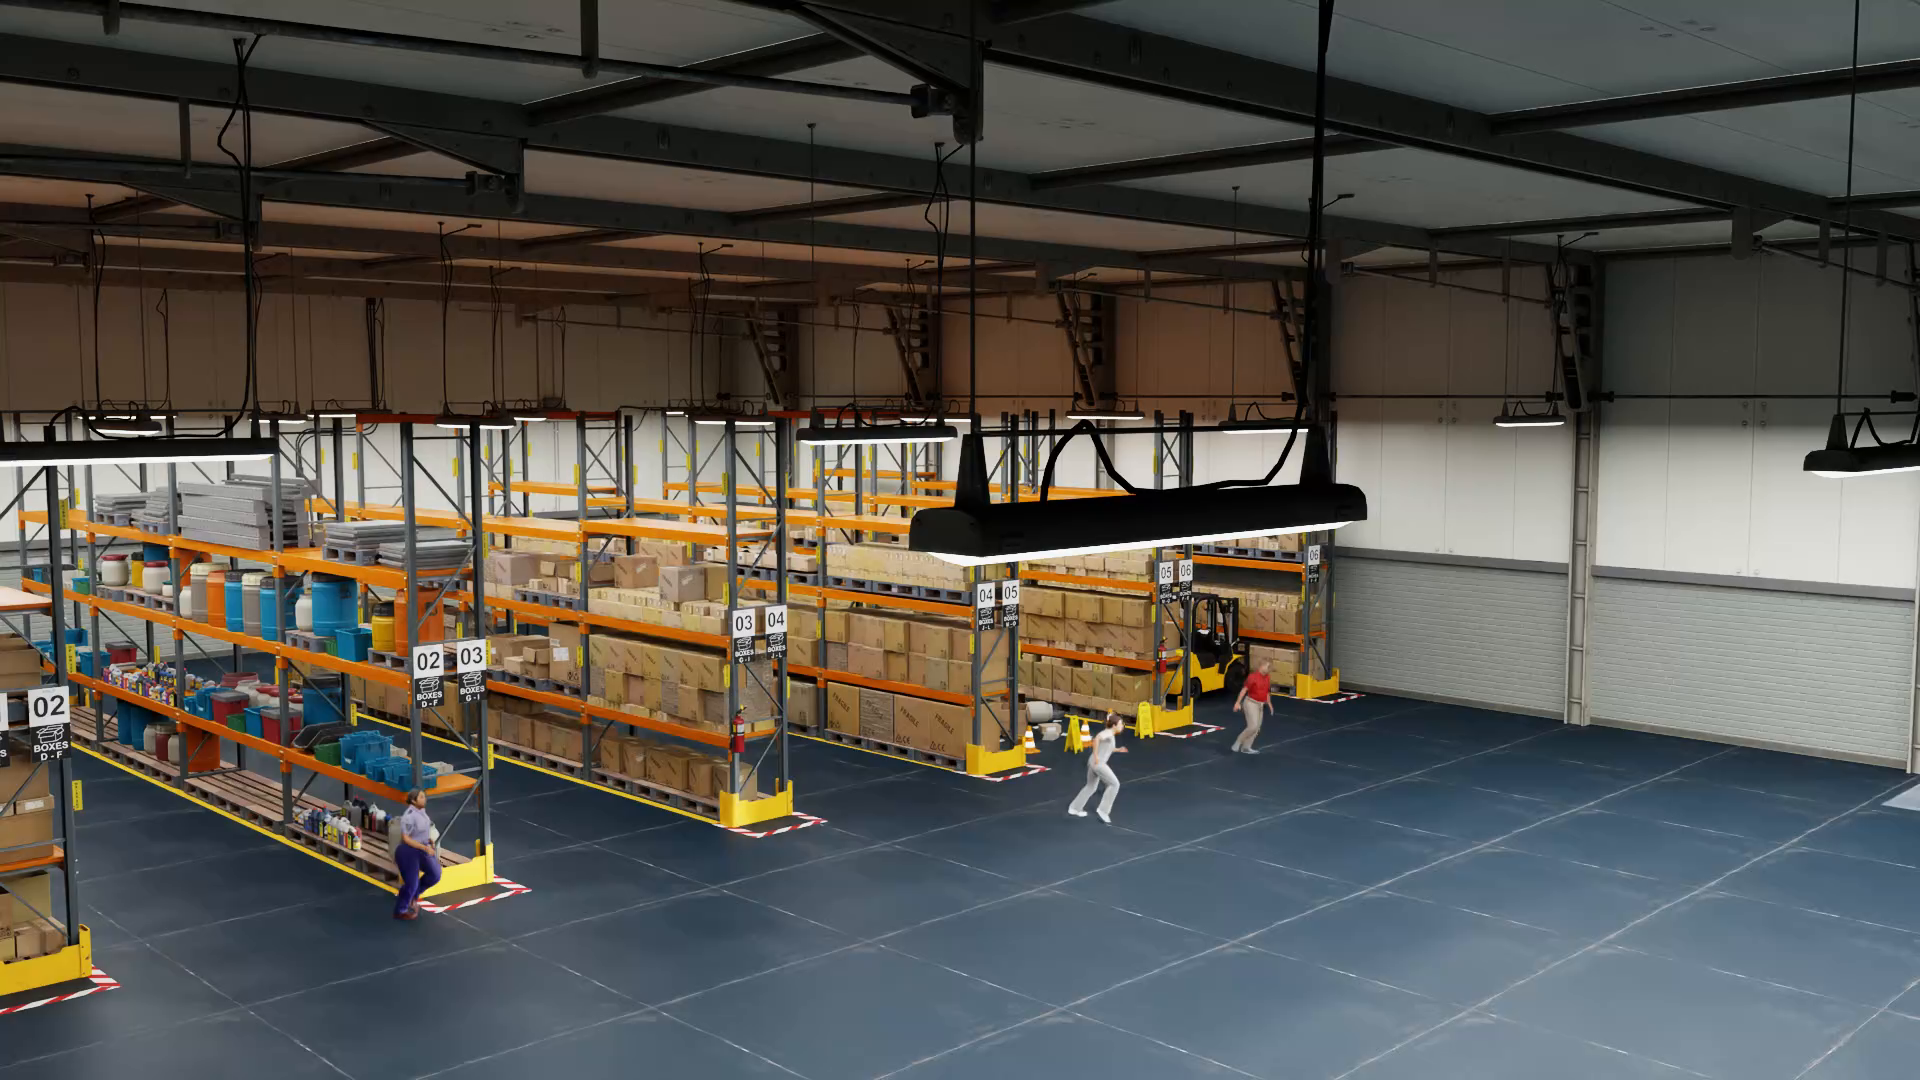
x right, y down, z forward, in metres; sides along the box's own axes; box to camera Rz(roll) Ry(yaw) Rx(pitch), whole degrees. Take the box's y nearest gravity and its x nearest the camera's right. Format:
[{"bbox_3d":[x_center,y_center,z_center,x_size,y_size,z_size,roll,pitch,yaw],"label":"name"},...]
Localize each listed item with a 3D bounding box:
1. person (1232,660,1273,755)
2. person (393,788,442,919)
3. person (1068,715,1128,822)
[{"bbox_3d":[5.165,2.949,29.358,0.562,1.696,0.707,4,7,42],"label":"person"},{"bbox_3d":[-6.557,3.781,20.121,0.606,1.596,0.620,1,5,9],"label":"person"},{"bbox_3d":[2.055,3.414,24.747,0.894,1.647,0.594,0,5,1],"label":"person"}]
